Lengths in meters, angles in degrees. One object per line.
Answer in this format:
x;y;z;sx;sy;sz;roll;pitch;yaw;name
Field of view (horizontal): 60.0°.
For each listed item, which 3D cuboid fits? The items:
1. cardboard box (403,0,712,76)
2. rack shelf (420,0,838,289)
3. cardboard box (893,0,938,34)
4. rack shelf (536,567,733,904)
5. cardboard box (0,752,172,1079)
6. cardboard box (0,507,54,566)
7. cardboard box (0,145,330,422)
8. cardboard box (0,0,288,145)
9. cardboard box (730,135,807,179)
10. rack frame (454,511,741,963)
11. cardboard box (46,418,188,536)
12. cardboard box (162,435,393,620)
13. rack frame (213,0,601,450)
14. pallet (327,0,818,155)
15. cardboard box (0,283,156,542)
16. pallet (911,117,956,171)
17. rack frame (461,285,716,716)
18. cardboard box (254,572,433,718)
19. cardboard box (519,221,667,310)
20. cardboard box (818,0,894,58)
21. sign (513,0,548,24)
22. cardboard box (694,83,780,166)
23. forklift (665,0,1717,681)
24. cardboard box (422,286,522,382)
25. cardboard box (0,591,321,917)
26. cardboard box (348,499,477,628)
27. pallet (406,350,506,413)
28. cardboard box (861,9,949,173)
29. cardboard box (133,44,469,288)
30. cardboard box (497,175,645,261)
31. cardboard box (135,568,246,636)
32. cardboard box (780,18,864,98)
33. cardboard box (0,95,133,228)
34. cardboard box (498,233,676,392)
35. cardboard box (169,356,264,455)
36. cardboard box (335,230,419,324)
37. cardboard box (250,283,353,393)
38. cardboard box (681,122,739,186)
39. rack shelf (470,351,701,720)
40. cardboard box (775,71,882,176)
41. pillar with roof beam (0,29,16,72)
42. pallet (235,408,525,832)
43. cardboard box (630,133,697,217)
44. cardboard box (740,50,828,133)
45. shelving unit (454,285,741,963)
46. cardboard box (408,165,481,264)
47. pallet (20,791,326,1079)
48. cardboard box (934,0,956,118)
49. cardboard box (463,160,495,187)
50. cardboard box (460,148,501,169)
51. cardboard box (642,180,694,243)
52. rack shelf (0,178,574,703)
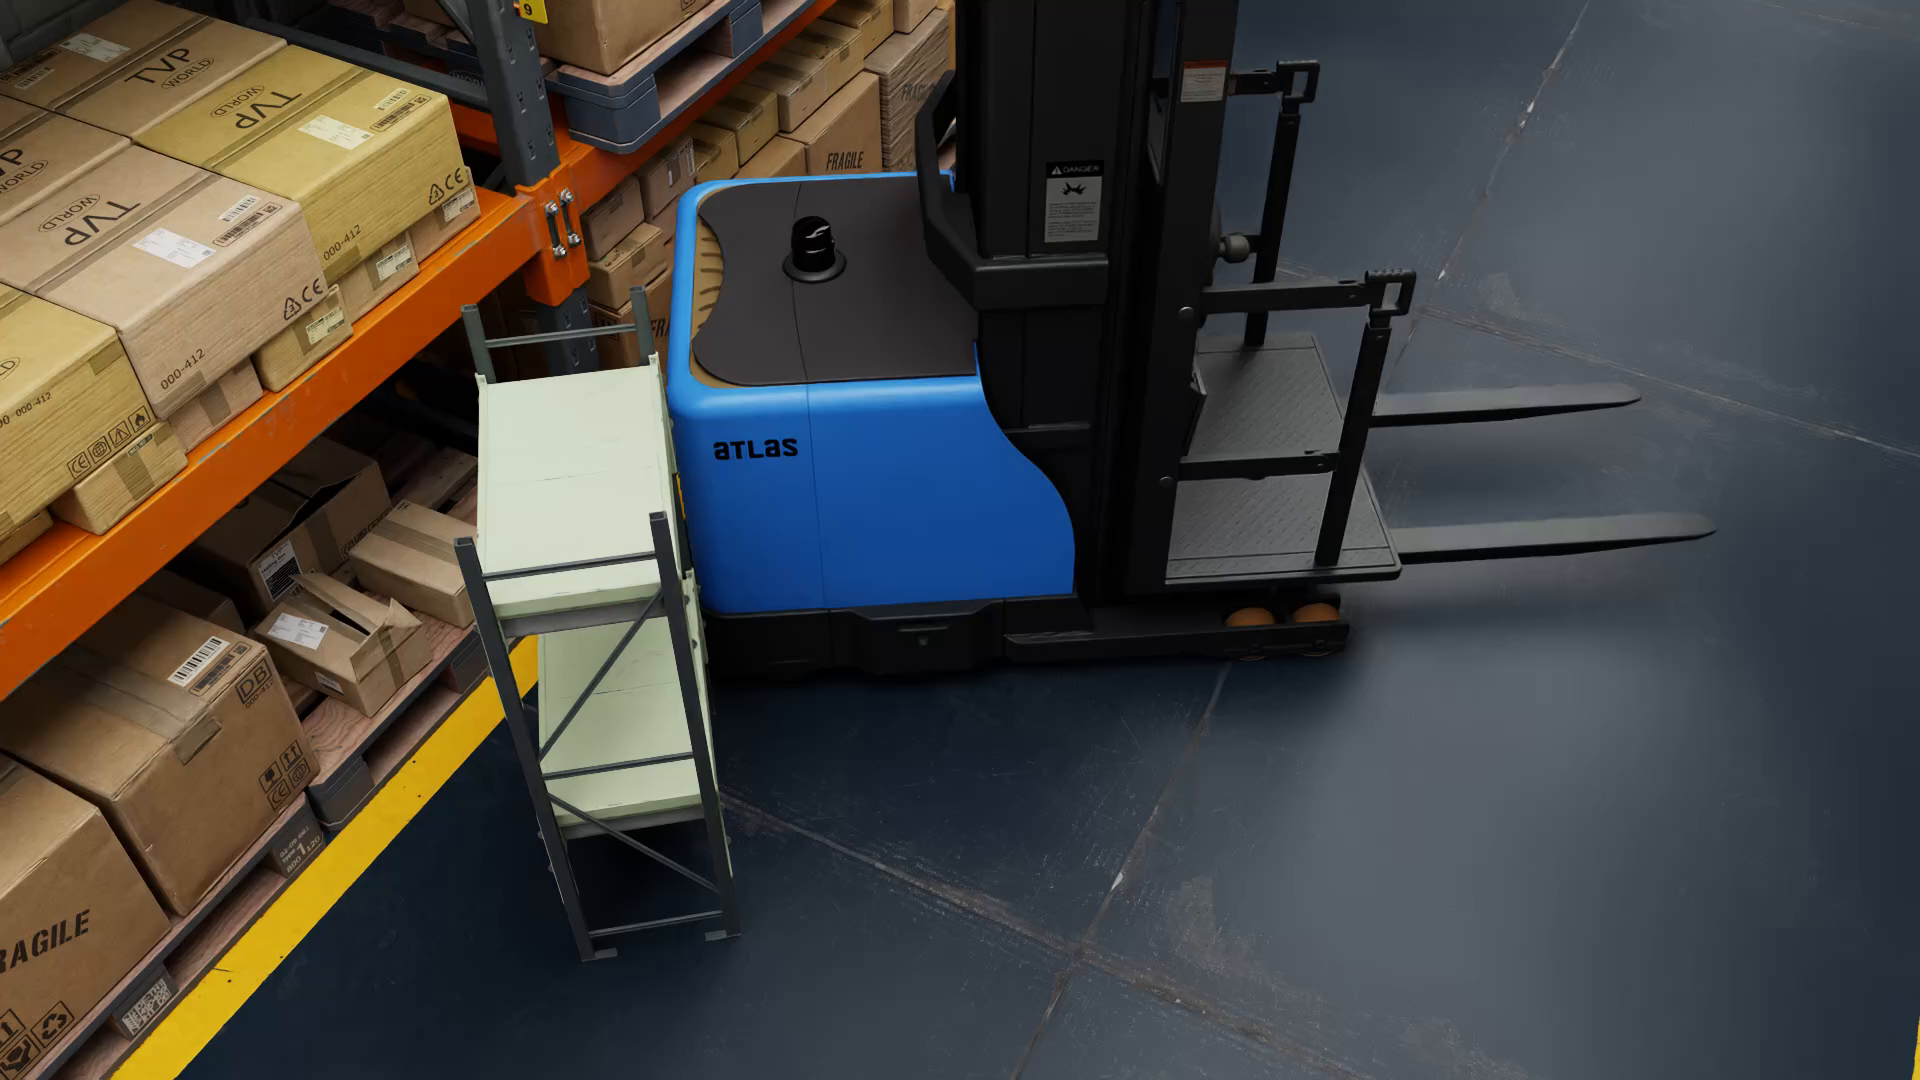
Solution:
-1.094;-1.651;4.407;0.700;0.500;0.500;22;49;20;cardboard box
-0.588;-2.244;5.865;1.077;0.370;4.000;20;49;19;rack shelf
-0.305;-2.033;6.157;0.380;0.149;0.250;18;48;17;cardboard box
-0.828;0.478;4.181;0.431;0.370;0.720;-8;46;-8;rack shelf
-2.240;0.834;3.779;0.500;0.500;0.500;21;49;20;cardboard box
-2.100;-0.069;3.386;0.380;0.149;0.250;21;49;20;cardboard box
-1.756;-0.567;3.598;0.500;0.250;0.500;21;49;19;cardboard box
-1.986;-1.066;4.091;0.500;0.250;0.500;20;49;19;cardboard box
-0.854;-1.075;5.666;0.500;0.500;0.500;20;49;19;cardboard box
-0.759;0.505;3.696;0.400;1.500;0.023;-8;46;-8;rack frame
-1.881;-0.195;3.510;0.380;0.149;0.250;20;49;18;cardboard box
-2.033;-0.101;4.836;0.500;0.311;0.500;22;49;20;cardboard box
-1.516;-1.237;4.364;1.000;3.000;0.127;20;49;19;rack frame
-1.049;-1.637;4.894;1.003;0.211;1.213;20;49;19;pallet
-1.999;-0.257;3.292;0.500;0.250;0.500;20;49;19;cardboard box
-0.607;-1.553;6.637;1.003;0.211;1.213;20;49;19;pallet
-0.897;-0.006;4.202;0.400;1.500;0.023;-8;46;-8;rack frame
-1.681;0.249;4.522;0.396;0.266;0.258;22;49;20;cardboard box
-1.114;-0.872;5.009;0.380;0.149;0.250;23;50;21;cardboard box
-0.464;-1.895;6.020;0.380;0.149;0.250;21;49;19;cardboard box
-1.032;-1.367;3.883;0.100;0.325;0.005;20;49;19;sign
-0.830;-1.415;5.545;0.380;0.149;0.250;20;49;18;cardboard box
0.726;-1.050;4.227;3.031;2.935;1.130;-3;45;-3;forklift
-1.551;-0.913;5.506;0.500;0.500;0.500;20;49;19;cardboard box
-2.092;0.480;4.129;0.700;0.500;0.500;19;48;18;cardboard box
-1.515;0.065;4.786;0.380;0.149;0.250;19;48;18;cardboard box
-1.172;-0.782;5.874;1.003;0.211;1.213;20;49;19;pallet
-0.372;-1.713;6.296;0.500;0.500;0.500;19;48;18;cardboard box
-1.537;-0.888;3.915;0.500;0.250;0.500;22;49;20;cardboard box
-1.168;-0.997;4.923;0.380;0.149;0.250;20;49;18;cardboard box
-2.234;0.229;4.624;0.380;0.149;0.250;20;49;19;cardboard box
-0.564;-1.715;5.843;0.380;0.149;0.250;22;49;20;cardboard box
-2.212;-0.748;3.776;0.500;0.250;0.500;20;49;19;cardboard box
-1.093;-0.736;5.331;0.500;0.500;0.500;22;49;21;cardboard box
-1.787;-0.365;3.679;0.380;0.149;0.250;22;49;20;cardboard box
-1.542;-0.693;4.003;0.380;0.149;0.250;22;49;20;cardboard box
-1.642;-0.522;3.833;0.380;0.149;0.250;22;49;20;cardboard box
-0.945;-1.238;5.370;0.380;0.149;0.250;18;48;17;cardboard box
-0.828;-0.025;3.672;0.431;0.370;0.720;-8;46;-8;rack shelf
-0.619;-1.388;5.975;0.500;0.500;0.500;19;48;18;cardboard box
1.175;-1.783;0.686;9.100;9.000;0.400;20;49;19;pillar with roof beam
-1.836;0.176;4.928;1.003;0.211;1.213;20;49;19;pallet
-1.036;-1.156;5.081;0.380;0.149;0.250;18;48;17;cardboard box
-0.681;-1.560;5.689;0.380;0.149;0.250;20;49;19;cardboard box
-0.828;0.249;3.949;0.431;1.500;0.755;-8;46;-8;shelving unit
-1.441;-0.864;4.172;0.380;0.149;0.250;21;49;20;cardboard box
-2.401;0.947;4.166;1.003;0.211;1.213;20;49;19;pallet
-0.148;-2.046;6.625;0.500;0.500;0.500;22;49;21;cardboard box
-1.601;-1.061;5.196;0.380;0.149;0.250;19;48;18;cardboard box
-1.484;-1.229;5.361;0.380;0.149;0.250;20;49;19;cardboard box
-1.054;-1.072;5.207;0.380;0.149;0.250;19;48;18;cardboard box
-2.445;0.276;3.374;1.077;0.370;4.000;20;49;19;rack shelf
